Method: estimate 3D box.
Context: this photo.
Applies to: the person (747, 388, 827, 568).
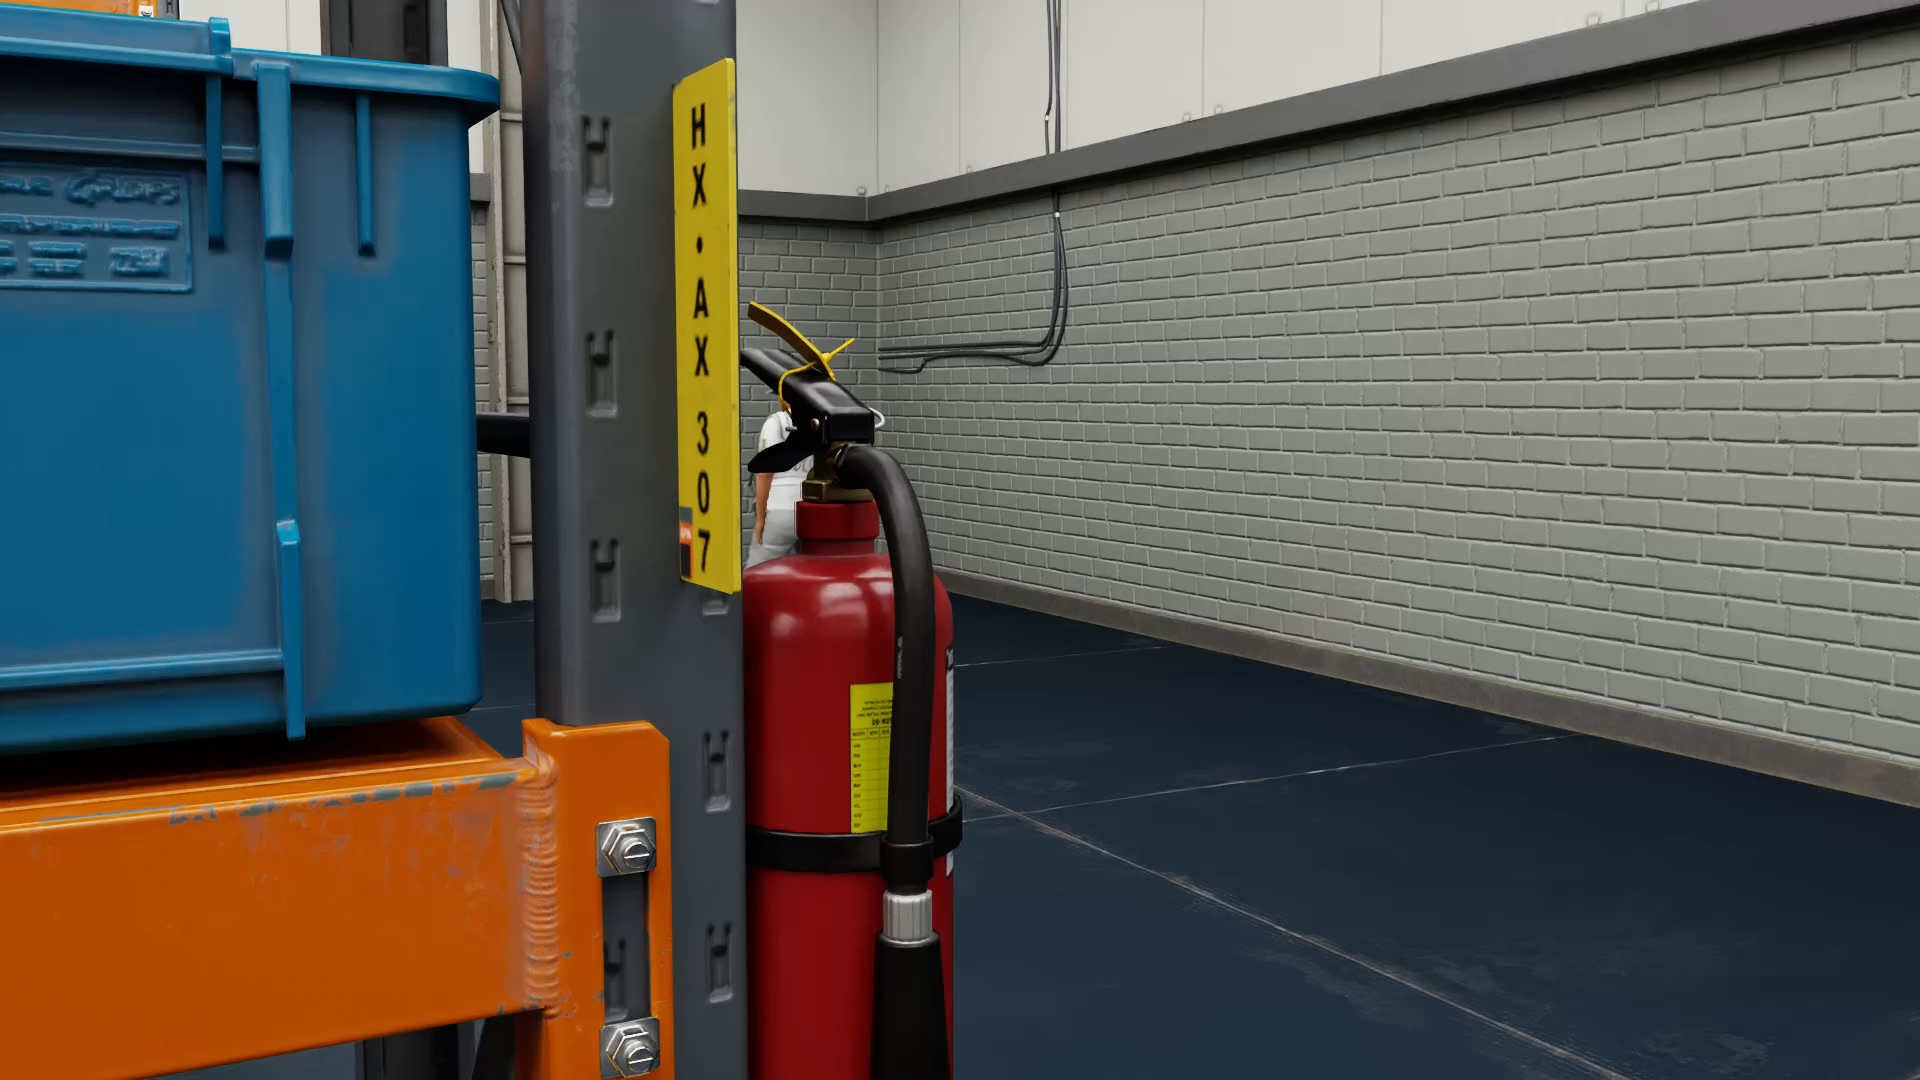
[{"bbox_3d":[-0.904,-0.101,8.953,0.578,1.653,0.476,-3,6,-29],"label":"person"}]
